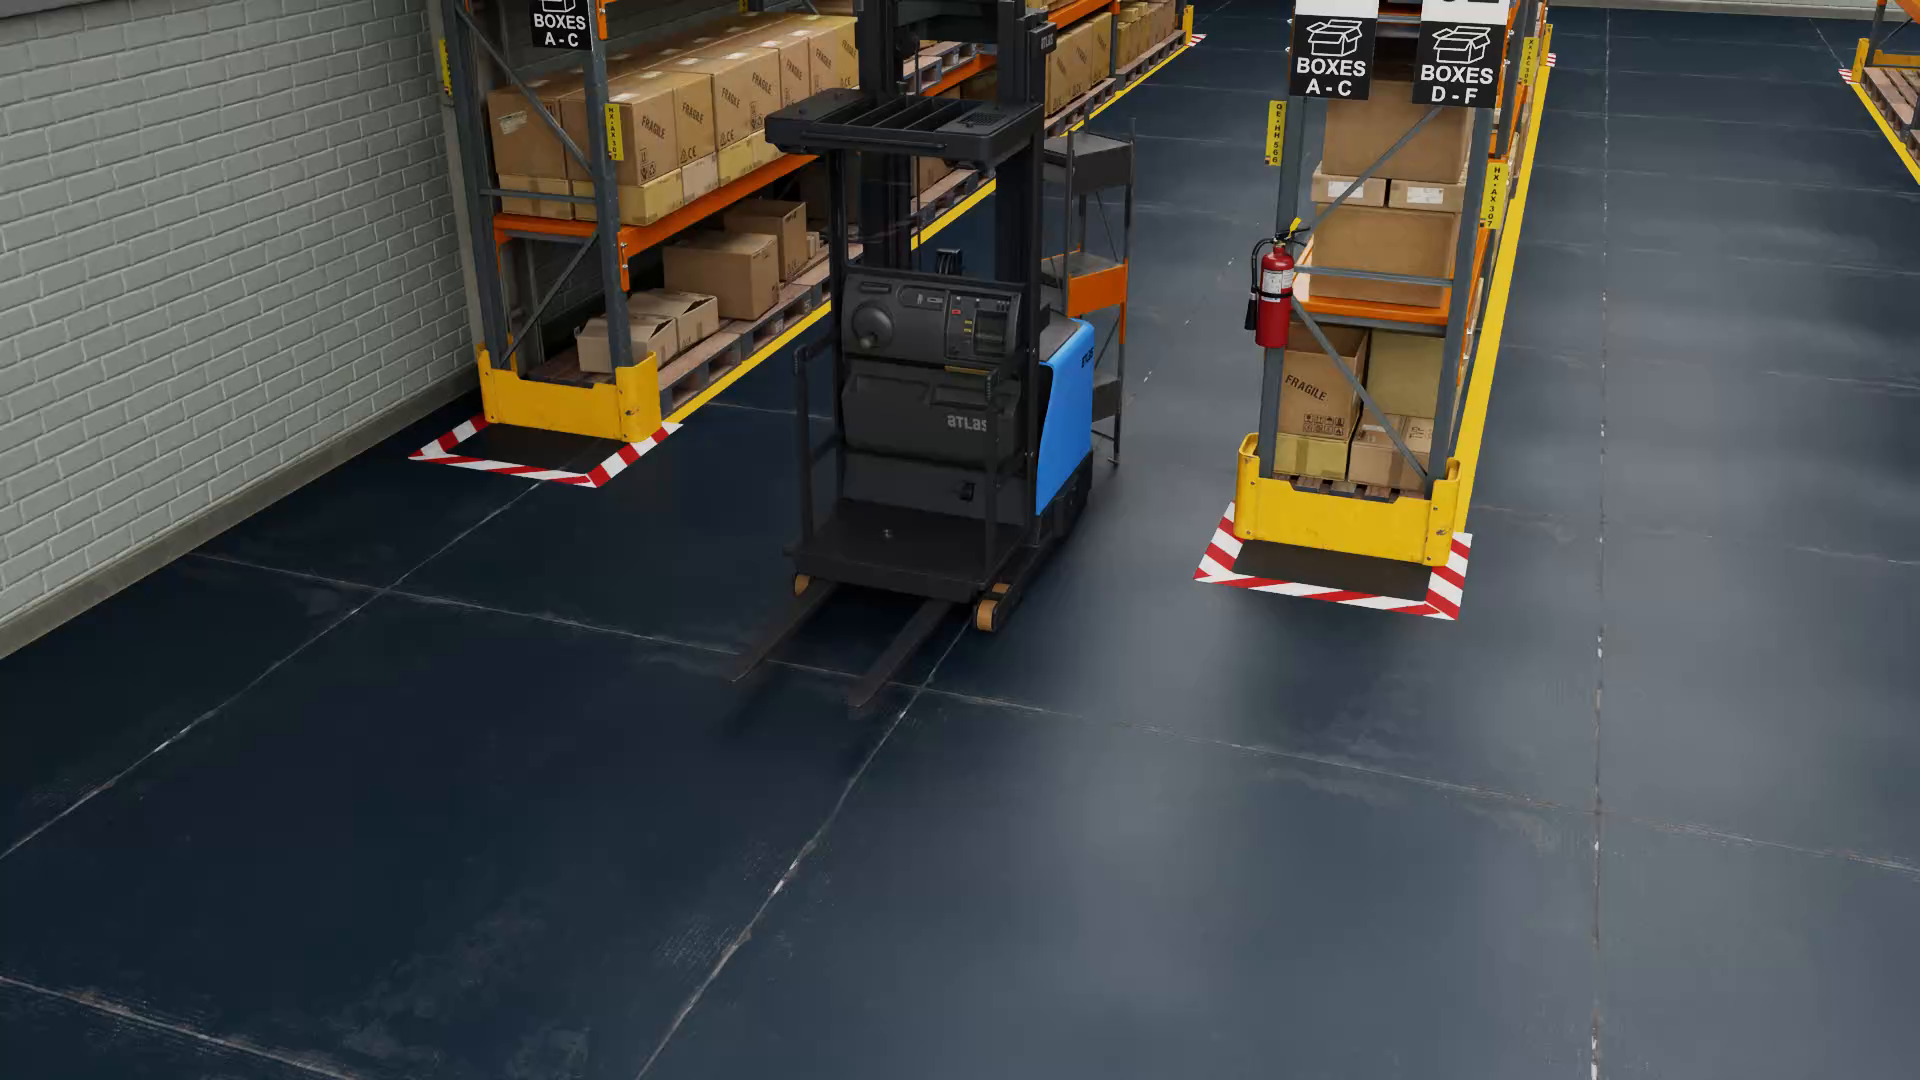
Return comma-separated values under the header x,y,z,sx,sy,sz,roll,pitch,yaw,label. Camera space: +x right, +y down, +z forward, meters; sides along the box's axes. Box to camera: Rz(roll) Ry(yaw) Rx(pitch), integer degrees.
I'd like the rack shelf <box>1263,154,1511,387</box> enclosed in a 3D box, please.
x,y,z,sx,sy,sz,roll,pitch,yaw,label
2.794,-1.863,10.480,1.077,0.370,4.000,9,27,17,rack shelf

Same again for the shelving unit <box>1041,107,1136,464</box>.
x,y,z,sx,sy,sz,roll,pitch,yaw,label
0.660,-1.408,9.745,0.503,2.100,0.431,-21,33,-36,shelving unit

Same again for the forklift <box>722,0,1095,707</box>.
x,y,z,sx,sy,sz,roll,pitch,yaw,label
-0.222,-1.062,8.080,1.130,2.935,3.031,9,27,18,forklift

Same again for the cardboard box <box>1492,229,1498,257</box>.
x,y,z,sx,sy,sz,roll,pitch,yaw,label
3.832,-2.346,12.683,0.500,0.311,0.500,9,27,18,cardboard box

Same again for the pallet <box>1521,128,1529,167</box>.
x,y,z,sx,sy,sz,roll,pitch,yaw,label
5.482,-4.198,17.678,1.003,0.211,1.213,9,27,17,pallet

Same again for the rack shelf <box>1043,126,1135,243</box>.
x,y,z,sx,sy,sz,roll,pitch,yaw,label
0.663,-2.025,9.445,0.480,0.518,0.431,-21,33,-36,rack shelf

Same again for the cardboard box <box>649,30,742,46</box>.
x,y,z,sx,sy,sz,roll,pitch,yaw,label
-1.913,-3.425,12.171,0.500,0.500,0.500,10,27,19,cardboard box

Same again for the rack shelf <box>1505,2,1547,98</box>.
x,y,z,sx,sy,sz,roll,pitch,yaw,label
5.456,-5.150,17.270,1.077,0.370,4.000,9,27,17,rack shelf

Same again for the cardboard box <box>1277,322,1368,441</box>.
x,y,z,sx,sy,sz,roll,pitch,yaw,label
2.026,-0.917,9.515,0.500,0.500,0.500,9,27,17,cardboard box

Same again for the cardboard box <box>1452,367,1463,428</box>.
x,y,z,sx,sy,sz,roll,pitch,yaw,label
2.846,-0.915,10.372,0.500,0.250,0.500,9,27,17,cardboard box

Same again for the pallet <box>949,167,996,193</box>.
x,y,z,sx,sy,sz,roll,pitch,yaw,label
-0.144,-3.793,16.841,1.003,0.211,1.213,9,27,17,pallet

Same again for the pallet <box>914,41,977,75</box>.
x,y,z,sx,sy,sz,roll,pitch,yaw,label
-0.502,-4.463,15.246,1.003,0.211,1.213,9,27,17,pallet

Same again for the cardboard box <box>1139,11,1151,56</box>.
x,y,z,sx,sy,sz,roll,pitch,yaw,label
2.138,-6.786,22.209,0.700,0.500,0.500,9,27,19,cardboard box

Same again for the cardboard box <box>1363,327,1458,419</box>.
x,y,z,sx,sy,sz,roll,pitch,yaw,label
2.681,-1.047,9.784,0.500,0.500,0.500,9,27,17,cardboard box

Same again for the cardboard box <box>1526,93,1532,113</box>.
x,y,z,sx,sy,sz,roll,pitch,yaw,label
5.552,-4.292,17.036,0.500,0.500,0.500,8,27,17,cardboard box

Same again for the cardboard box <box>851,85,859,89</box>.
x,y,z,sx,sy,sz,roll,pitch,yaw,label
-1.085,-3.428,13.037,0.500,0.250,0.500,9,27,18,cardboard box

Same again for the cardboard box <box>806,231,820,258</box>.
x,y,z,sx,sy,sz,roll,pitch,yaw,label
-1.363,-2.424,13.560,0.380,0.166,0.250,5,26,11,cardboard box

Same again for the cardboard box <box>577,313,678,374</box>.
x,y,z,sx,sy,sz,roll,pitch,yaw,label
-2.229,-1.340,11.157,0.500,0.311,0.500,6,26,12,cardboard box

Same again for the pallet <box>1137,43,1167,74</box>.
x,y,z,sx,sy,sz,roll,pitch,yaw,label
2.180,-6.562,22.560,1.003,0.211,1.213,9,27,17,pallet

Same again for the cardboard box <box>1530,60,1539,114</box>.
x,y,z,sx,sy,sz,roll,pitch,yaw,label
6.228,-5.124,18.755,0.500,0.500,0.500,9,27,17,cardboard box

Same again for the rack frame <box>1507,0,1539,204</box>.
x,y,z,sx,sy,sz,roll,pitch,yaw,label
4.790,-4.652,15.416,1.000,3.000,0.127,9,27,17,rack frame

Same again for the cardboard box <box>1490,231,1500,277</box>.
x,y,z,sx,sy,sz,roll,pitch,yaw,label
3.999,-2.299,13.230,0.500,0.250,0.500,9,27,19,cardboard box

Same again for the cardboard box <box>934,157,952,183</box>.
x,y,z,sx,sy,sz,roll,pitch,yaw,label
-0.492,-3.735,15.886,0.700,0.500,0.500,9,27,17,cardboard box

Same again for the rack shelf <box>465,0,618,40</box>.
x,y,z,sx,sy,sz,roll,pitch,yaw,label
-1.879,-3.929,11.307,1.077,0.370,4.000,9,27,17,rack shelf

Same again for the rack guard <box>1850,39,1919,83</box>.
x,y,z,sx,sy,sz,roll,pitch,yaw,label
12.118,-6.106,21.288,1.175,0.500,0.348,9,27,17,rack guard

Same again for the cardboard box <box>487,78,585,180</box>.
x,y,z,sx,sy,sz,roll,pitch,yaw,label
-2.588,-2.585,10.435,0.500,0.500,0.500,8,27,17,cardboard box

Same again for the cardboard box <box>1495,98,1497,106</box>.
x,y,z,sx,sy,sz,roll,pitch,yaw,label
3.315,-2.885,10.907,0.380,0.149,0.250,9,27,17,cardboard box

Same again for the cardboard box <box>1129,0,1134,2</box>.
x,y,z,sx,sy,sz,roll,pitch,yaw,label
2.159,-7.375,22.682,0.380,0.149,0.250,9,27,18,cardboard box

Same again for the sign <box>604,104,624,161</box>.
x,y,z,sx,sy,sz,roll,pitch,yaw,label
-2.033,-2.392,9.755,0.100,0.325,0.005,9,27,17,sign

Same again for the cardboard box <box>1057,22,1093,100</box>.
x,y,z,sx,sy,sz,roll,pitch,yaw,label
1.062,-5.582,19.323,0.750,0.750,0.750,10,27,19,cardboard box

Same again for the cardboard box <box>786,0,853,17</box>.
x,y,z,sx,sy,sz,roll,pitch,yaw,label
-1.012,-4.172,13.806,0.700,0.500,0.500,9,27,18,cardboard box

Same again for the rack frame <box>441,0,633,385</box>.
x,y,z,sx,sy,sz,roll,pitch,yaw,label
-2.544,-2.081,10.107,1.000,3.000,0.127,9,27,17,rack frame

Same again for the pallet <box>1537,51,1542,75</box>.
x,y,z,sx,sy,sz,roll,pitch,yaw,label
7.163,-6.325,22.072,1.003,0.211,1.213,9,27,17,pallet

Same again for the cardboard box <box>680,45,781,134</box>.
x,y,z,sx,sy,sz,roll,pitch,yaw,label
-1.590,-3.140,11.581,0.500,0.500,0.500,10,27,19,cardboard box

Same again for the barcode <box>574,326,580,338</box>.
x,y,z,sx,sy,sz,roll,pitch,yaw,label
-2.600,-1.410,11.290,0.001,0.075,0.075,9,27,17,barcode

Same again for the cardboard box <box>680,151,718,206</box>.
x,y,z,sx,sy,sz,roll,pitch,yaw,label
-1.923,-2.393,10.899,0.500,0.250,0.500,8,27,16,cardboard box

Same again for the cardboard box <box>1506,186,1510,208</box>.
x,y,z,sx,sy,sz,roll,pitch,yaw,label
4.677,-3.140,14.966,0.500,0.250,0.500,8,27,17,cardboard box

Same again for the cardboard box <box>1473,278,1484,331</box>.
x,y,z,sx,sy,sz,roll,pitch,yaw,label
3.511,-1.737,12.070,0.500,0.250,0.500,9,27,17,cardboard box

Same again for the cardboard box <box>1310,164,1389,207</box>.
x,y,z,sx,sy,sz,roll,pitch,yaw,label
2.076,-1.886,8.844,0.380,0.149,0.250,8,27,17,cardboard box

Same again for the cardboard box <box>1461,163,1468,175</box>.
x,y,z,sx,sy,sz,roll,pitch,yaw,label
2.547,-1.940,8.956,0.380,0.149,0.250,8,27,16,cardboard box

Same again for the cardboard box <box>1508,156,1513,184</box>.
x,y,z,sx,sy,sz,roll,pitch,yaw,label
4.511,-3.183,14.413,0.500,0.311,0.500,9,27,17,cardboard box

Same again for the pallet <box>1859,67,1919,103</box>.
x,y,z,sx,sy,sz,roll,pitch,yaw,label
11.811,-5.631,20.639,1.003,0.211,1.213,9,27,17,pallet

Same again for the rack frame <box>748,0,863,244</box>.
x,y,z,sx,sy,sz,roll,pitch,yaw,label
-1.213,-3.725,13.502,1.000,3.000,0.127,9,27,17,rack frame

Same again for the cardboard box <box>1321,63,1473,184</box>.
x,y,z,sx,sy,sz,roll,pitch,yaw,label
2.313,-2.205,8.759,0.700,0.500,0.500,9,27,18,cardboard box

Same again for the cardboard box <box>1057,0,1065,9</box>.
x,y,z,sx,sy,sz,roll,pitch,yaw,label
0.946,-5.998,18.462,0.380,0.149,0.250,9,27,18,cardboard box

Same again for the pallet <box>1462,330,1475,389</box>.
x,y,z,sx,sy,sz,roll,pitch,yaw,label
3.155,-1.432,11.966,1.003,0.211,1.213,9,27,17,pallet

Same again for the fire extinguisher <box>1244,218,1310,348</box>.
x,y,z,sx,sy,sz,roll,pitch,yaw,label
1.651,-1.348,8.682,0.296,0.674,0.183,9,27,17,fire extinguisher

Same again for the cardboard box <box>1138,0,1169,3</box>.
x,y,z,sx,sy,sz,roll,pitch,yaw,label
2.686,-7.526,22.994,0.380,0.149,0.250,9,27,19,cardboard box

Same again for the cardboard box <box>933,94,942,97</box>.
x,y,z,sx,sy,sz,roll,pitch,yaw,label
-0.488,-4.039,15.652,0.500,0.250,0.500,9,27,17,cardboard box

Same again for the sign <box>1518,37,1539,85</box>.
x,y,z,sx,sy,sz,roll,pitch,yaw,label
3.983,-3.354,11.650,0.100,0.325,0.005,9,27,17,sign
